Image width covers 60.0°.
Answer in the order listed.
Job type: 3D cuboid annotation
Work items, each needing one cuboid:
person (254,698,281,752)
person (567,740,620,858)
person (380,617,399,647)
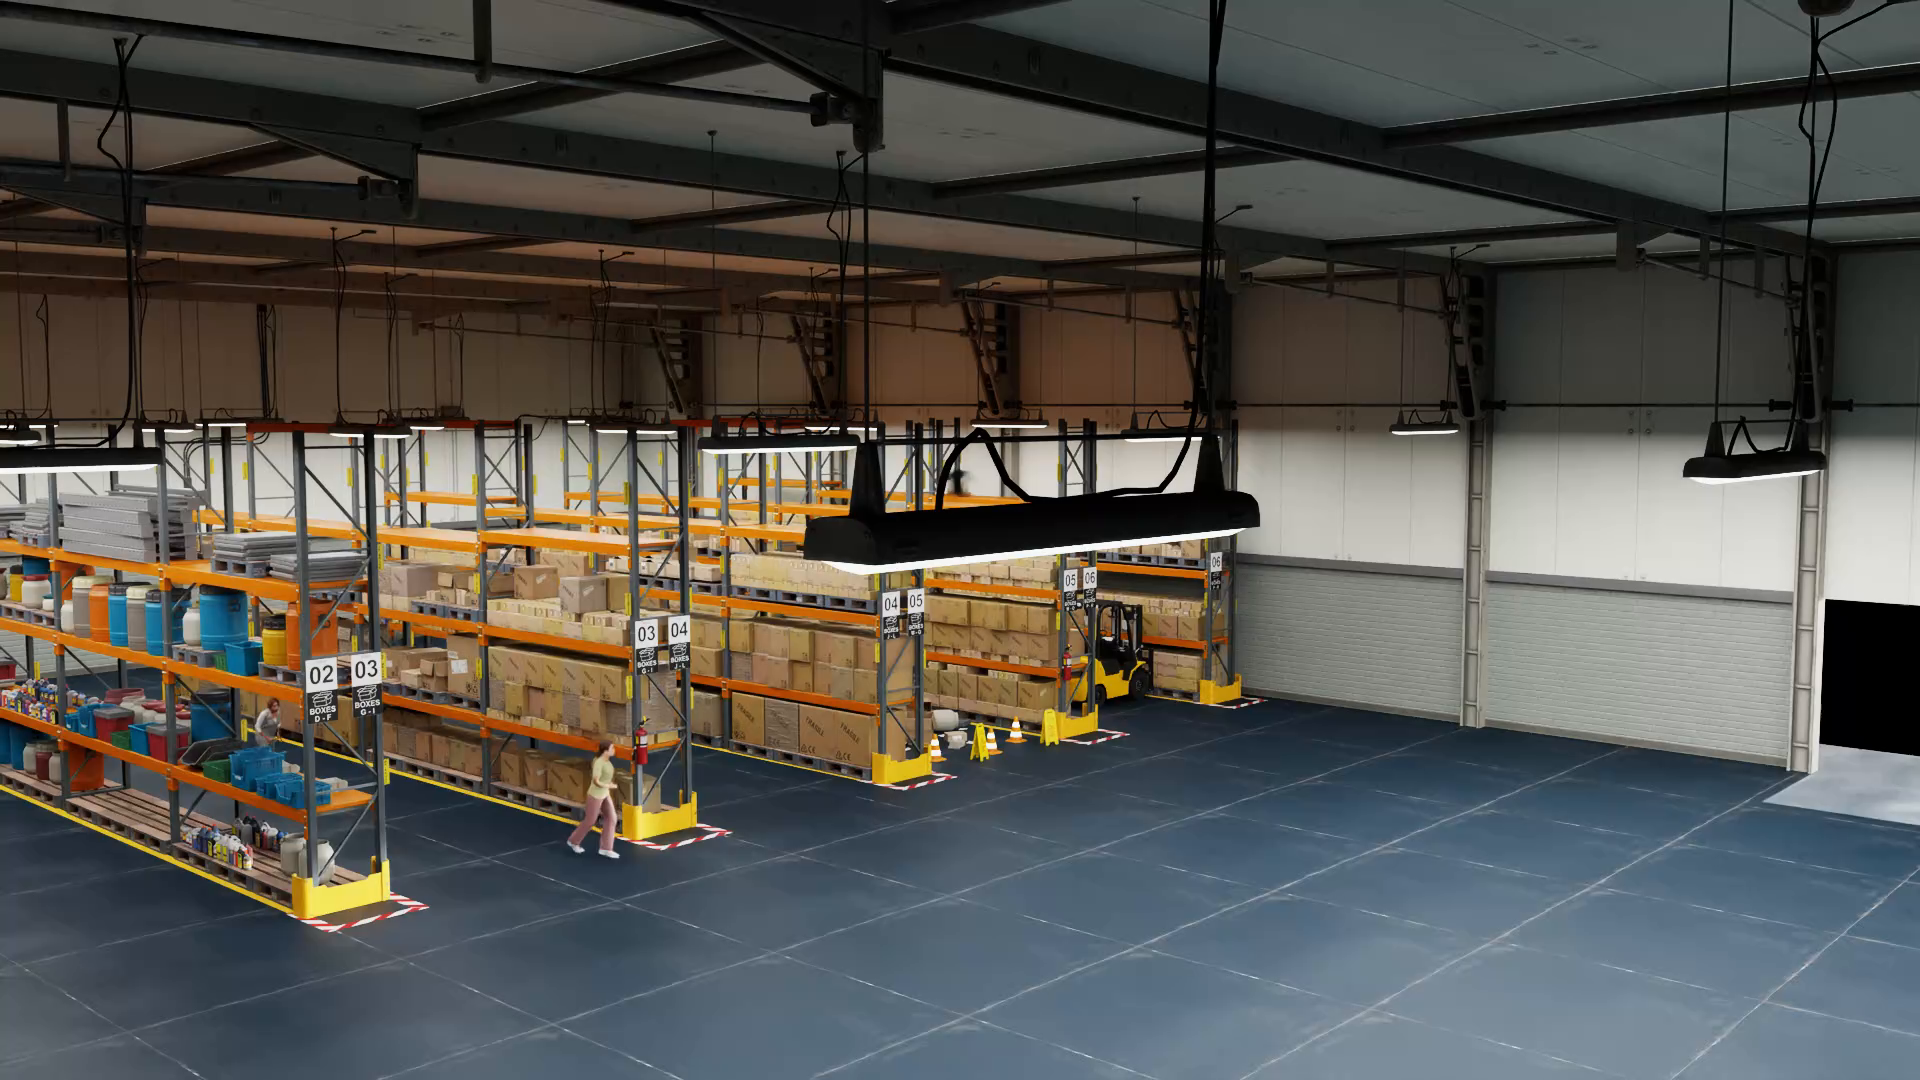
[{"bbox_3d":[-11.664,3.350,27.929,0.808,1.403,0.556,2,5,20],"label":"person"},{"bbox_3d":[-5.146,3.612,23.293,0.795,1.671,0.554,1,5,13],"label":"person"},{"bbox_3d":[-13.997,2.195,40.960,0.574,1.609,0.736,0,5,-5],"label":"person"}]
